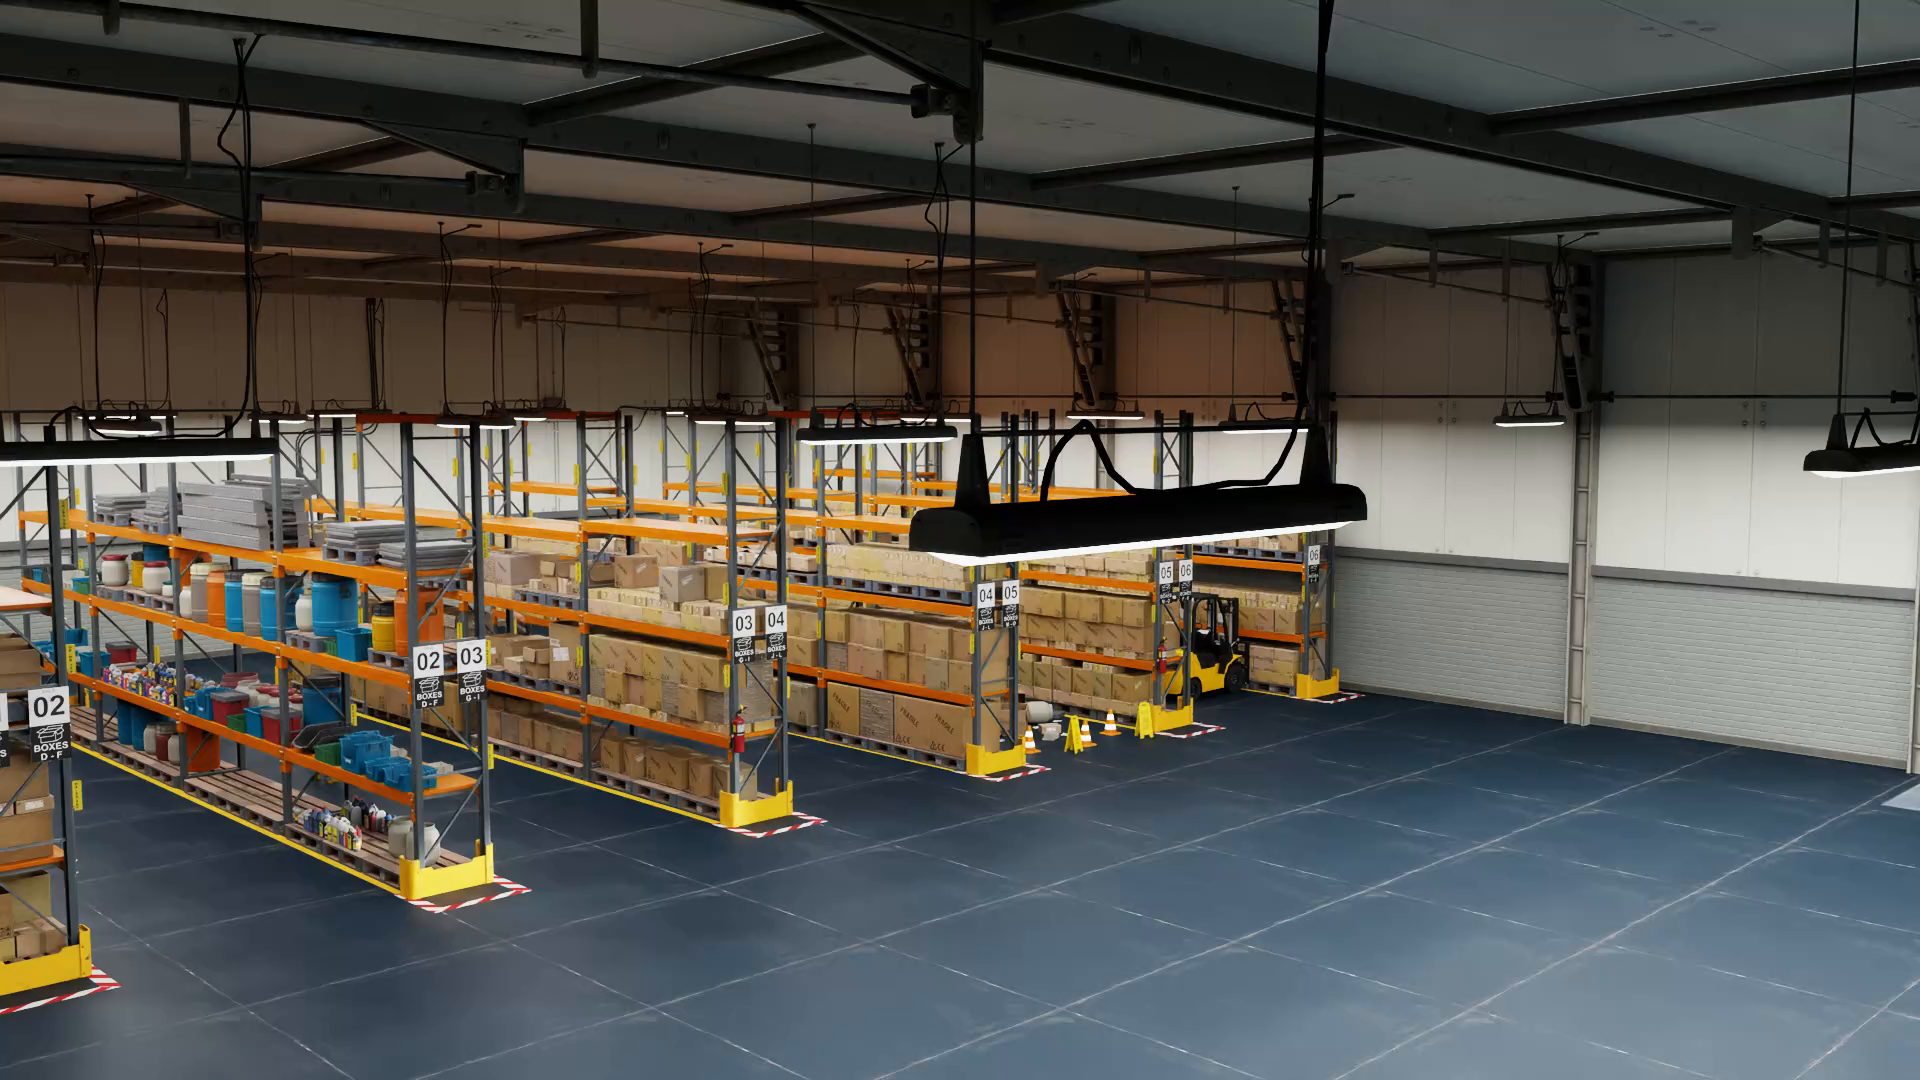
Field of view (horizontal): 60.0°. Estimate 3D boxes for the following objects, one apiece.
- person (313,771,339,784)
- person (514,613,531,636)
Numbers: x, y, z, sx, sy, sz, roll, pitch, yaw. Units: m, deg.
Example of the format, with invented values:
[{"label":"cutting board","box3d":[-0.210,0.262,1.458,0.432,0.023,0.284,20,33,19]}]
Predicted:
[{"label":"person","box3d":[-10.356,3.088,27.130,0.591,1.772,0.423,3,6,28]},{"label":"person","box3d":[-9.365,2.405,35.616,0.643,1.677,1.026,-4,7,-41]}]
